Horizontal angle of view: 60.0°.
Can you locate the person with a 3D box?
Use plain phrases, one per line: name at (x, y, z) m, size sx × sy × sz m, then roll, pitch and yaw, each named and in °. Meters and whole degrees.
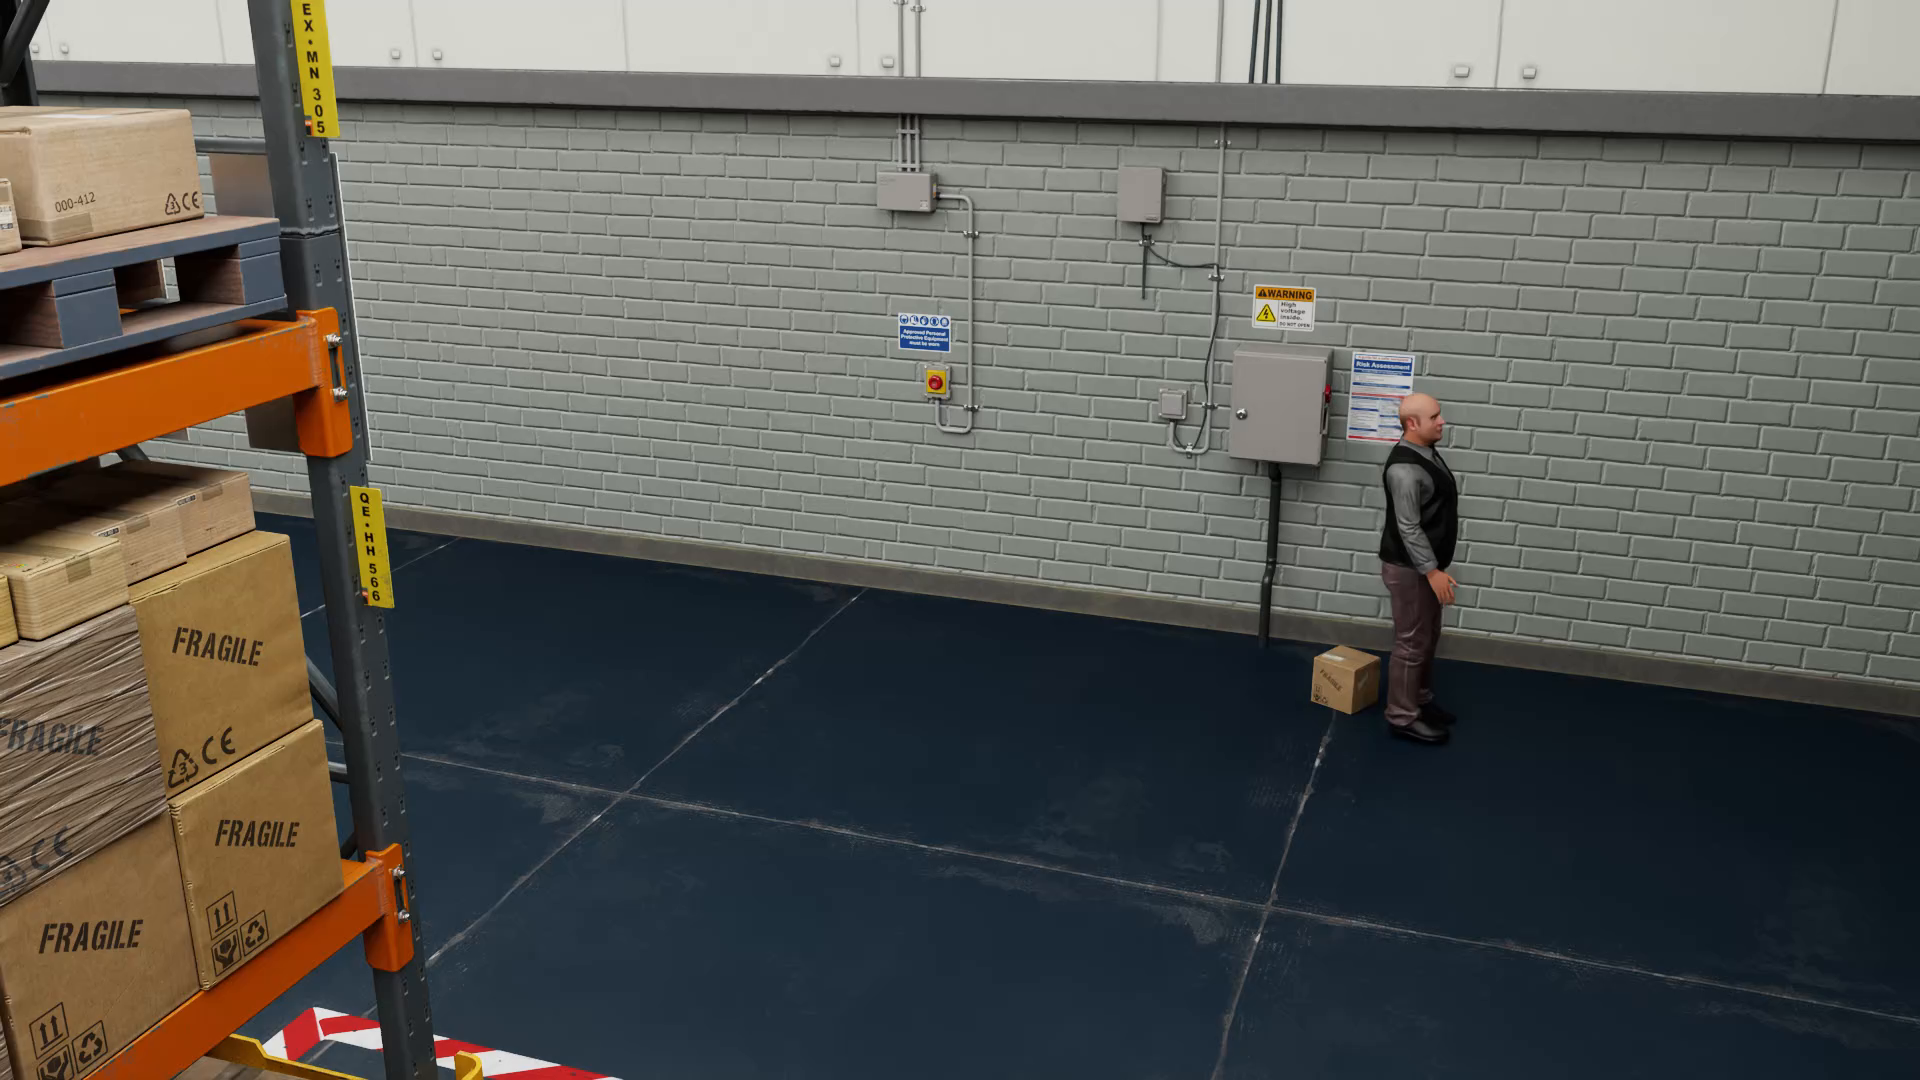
person at (2.263, 0.149, 8.125) m, size 0.437 × 1.760 × 0.569 m, roll 7°, pitch 20°, yaw 20°
